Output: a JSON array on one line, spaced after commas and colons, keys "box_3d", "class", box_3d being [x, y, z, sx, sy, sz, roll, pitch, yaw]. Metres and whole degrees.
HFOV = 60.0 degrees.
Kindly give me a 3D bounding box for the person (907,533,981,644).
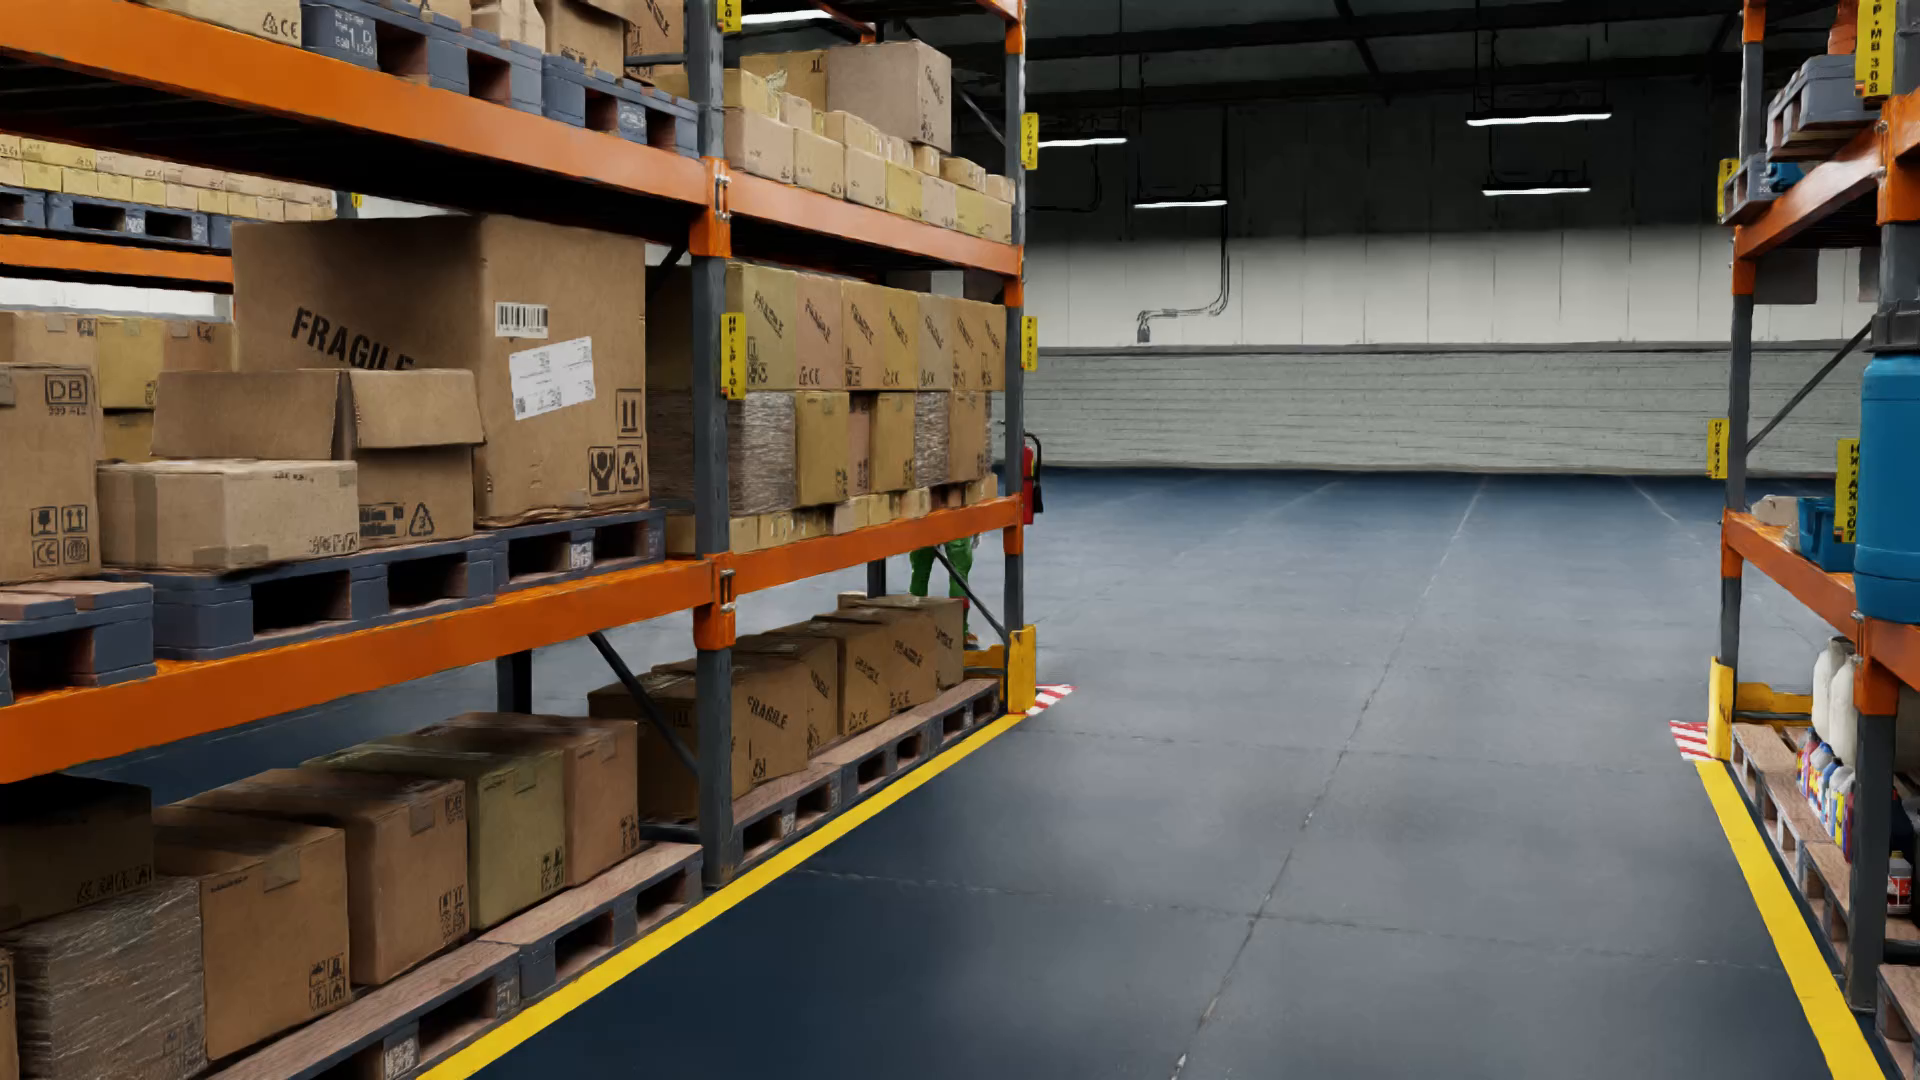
[{"box_3d": [-0.152, -0.111, 12.942, 0.632, 1.755, 0.837, 0, 5, -4], "class": "person"}]
